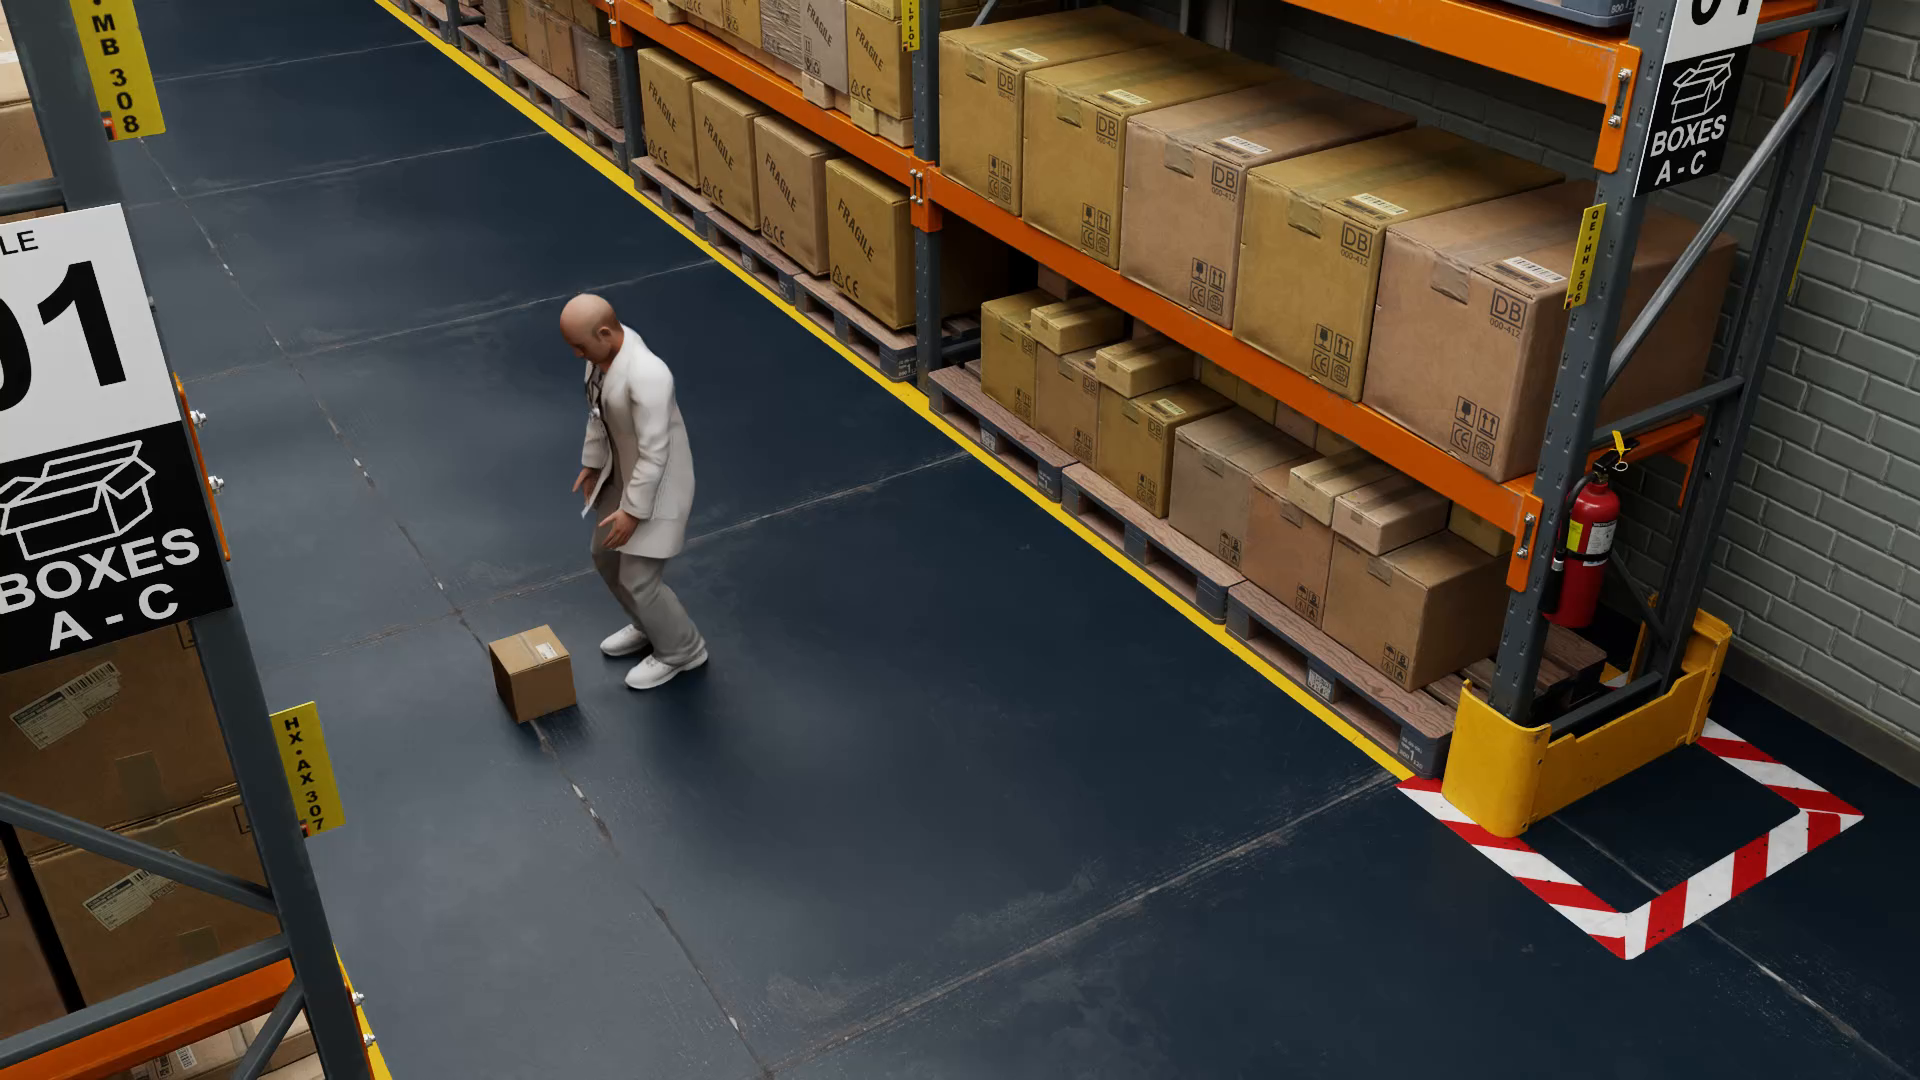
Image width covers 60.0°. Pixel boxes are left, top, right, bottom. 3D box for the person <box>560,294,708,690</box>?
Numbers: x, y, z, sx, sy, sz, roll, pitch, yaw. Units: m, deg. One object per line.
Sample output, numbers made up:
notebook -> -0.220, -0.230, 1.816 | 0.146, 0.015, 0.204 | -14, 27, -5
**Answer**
person -> -1.278, -0.200, 6.559 | 0.466, 1.693, 0.599 | -18, 36, -26
